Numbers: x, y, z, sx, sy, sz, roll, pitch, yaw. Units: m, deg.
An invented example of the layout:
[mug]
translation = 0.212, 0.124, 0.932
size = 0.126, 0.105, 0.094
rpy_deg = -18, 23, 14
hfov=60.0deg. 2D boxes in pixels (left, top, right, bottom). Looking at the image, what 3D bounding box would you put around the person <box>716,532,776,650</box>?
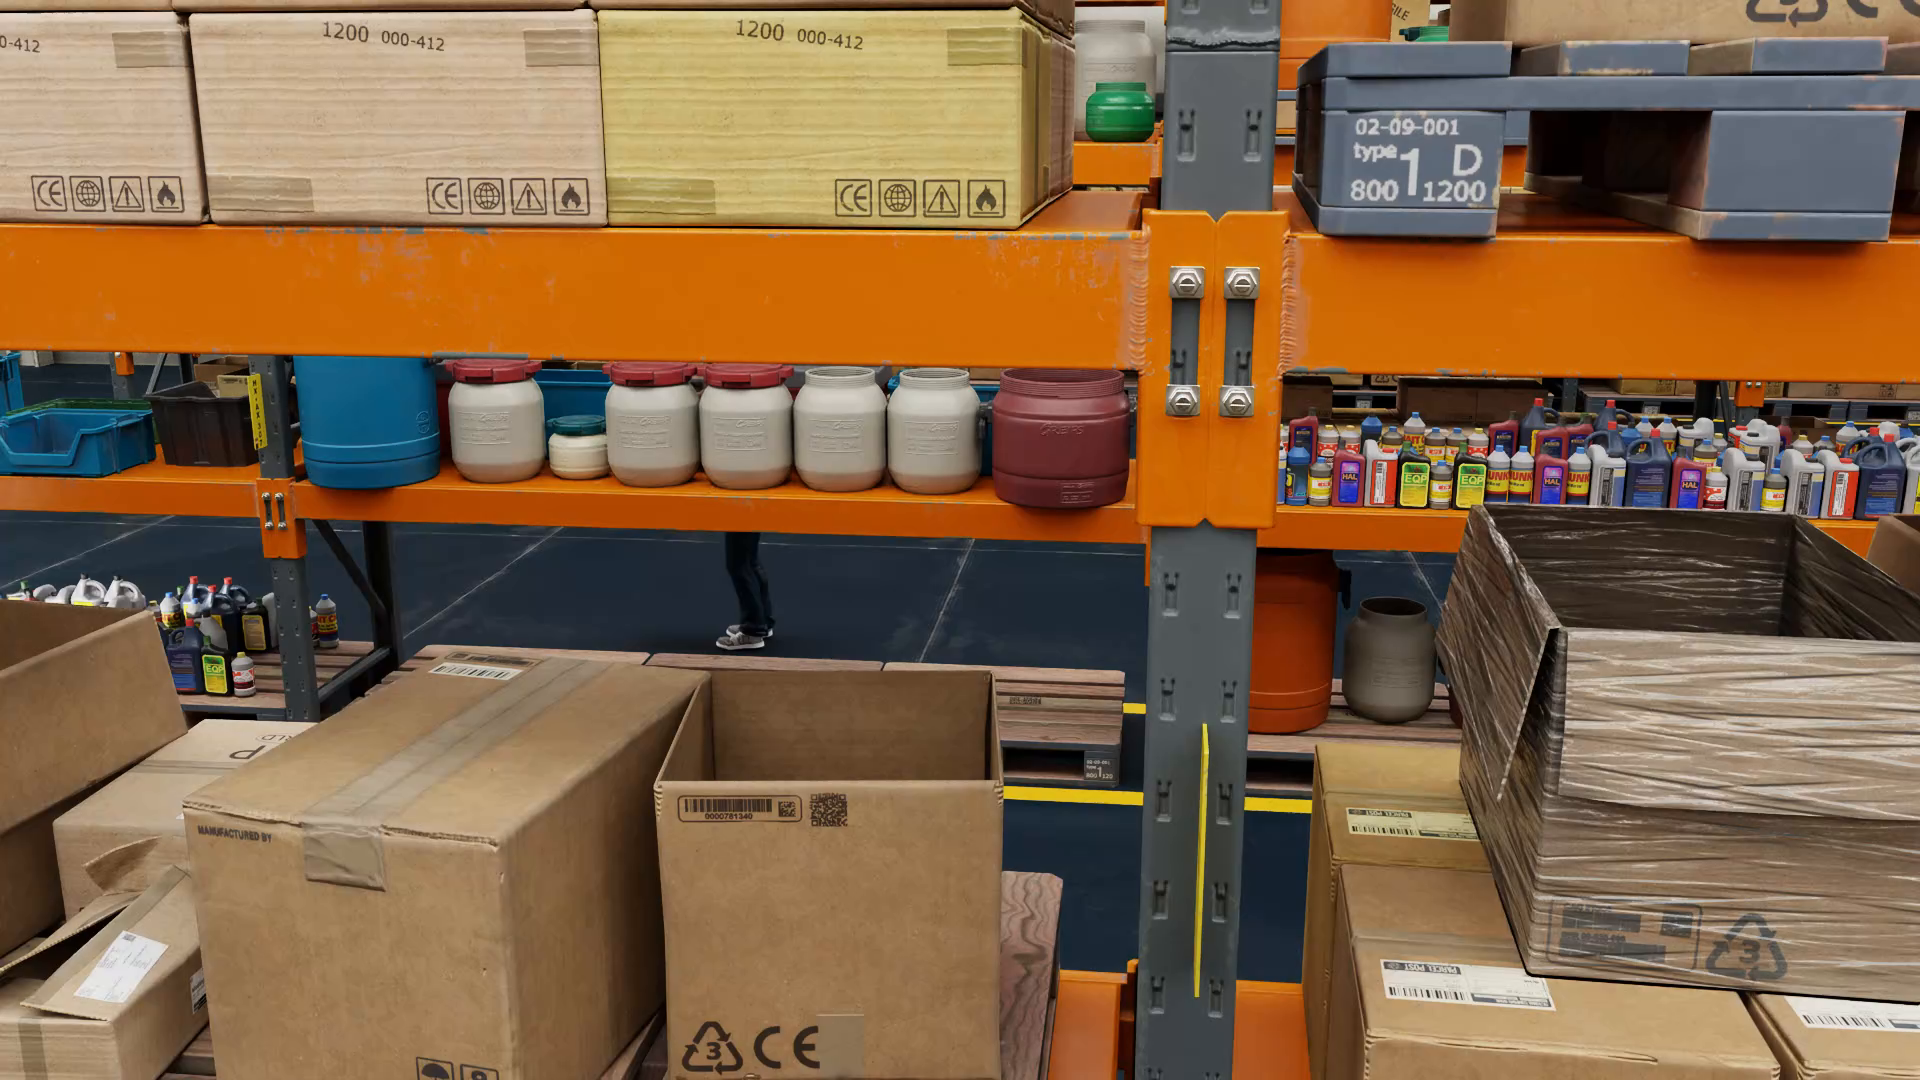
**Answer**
[person]
translation = -1.276, -0.186, 9.260
size = 0.498, 1.589, 0.405
rpy_deg = 2, 15, 7
